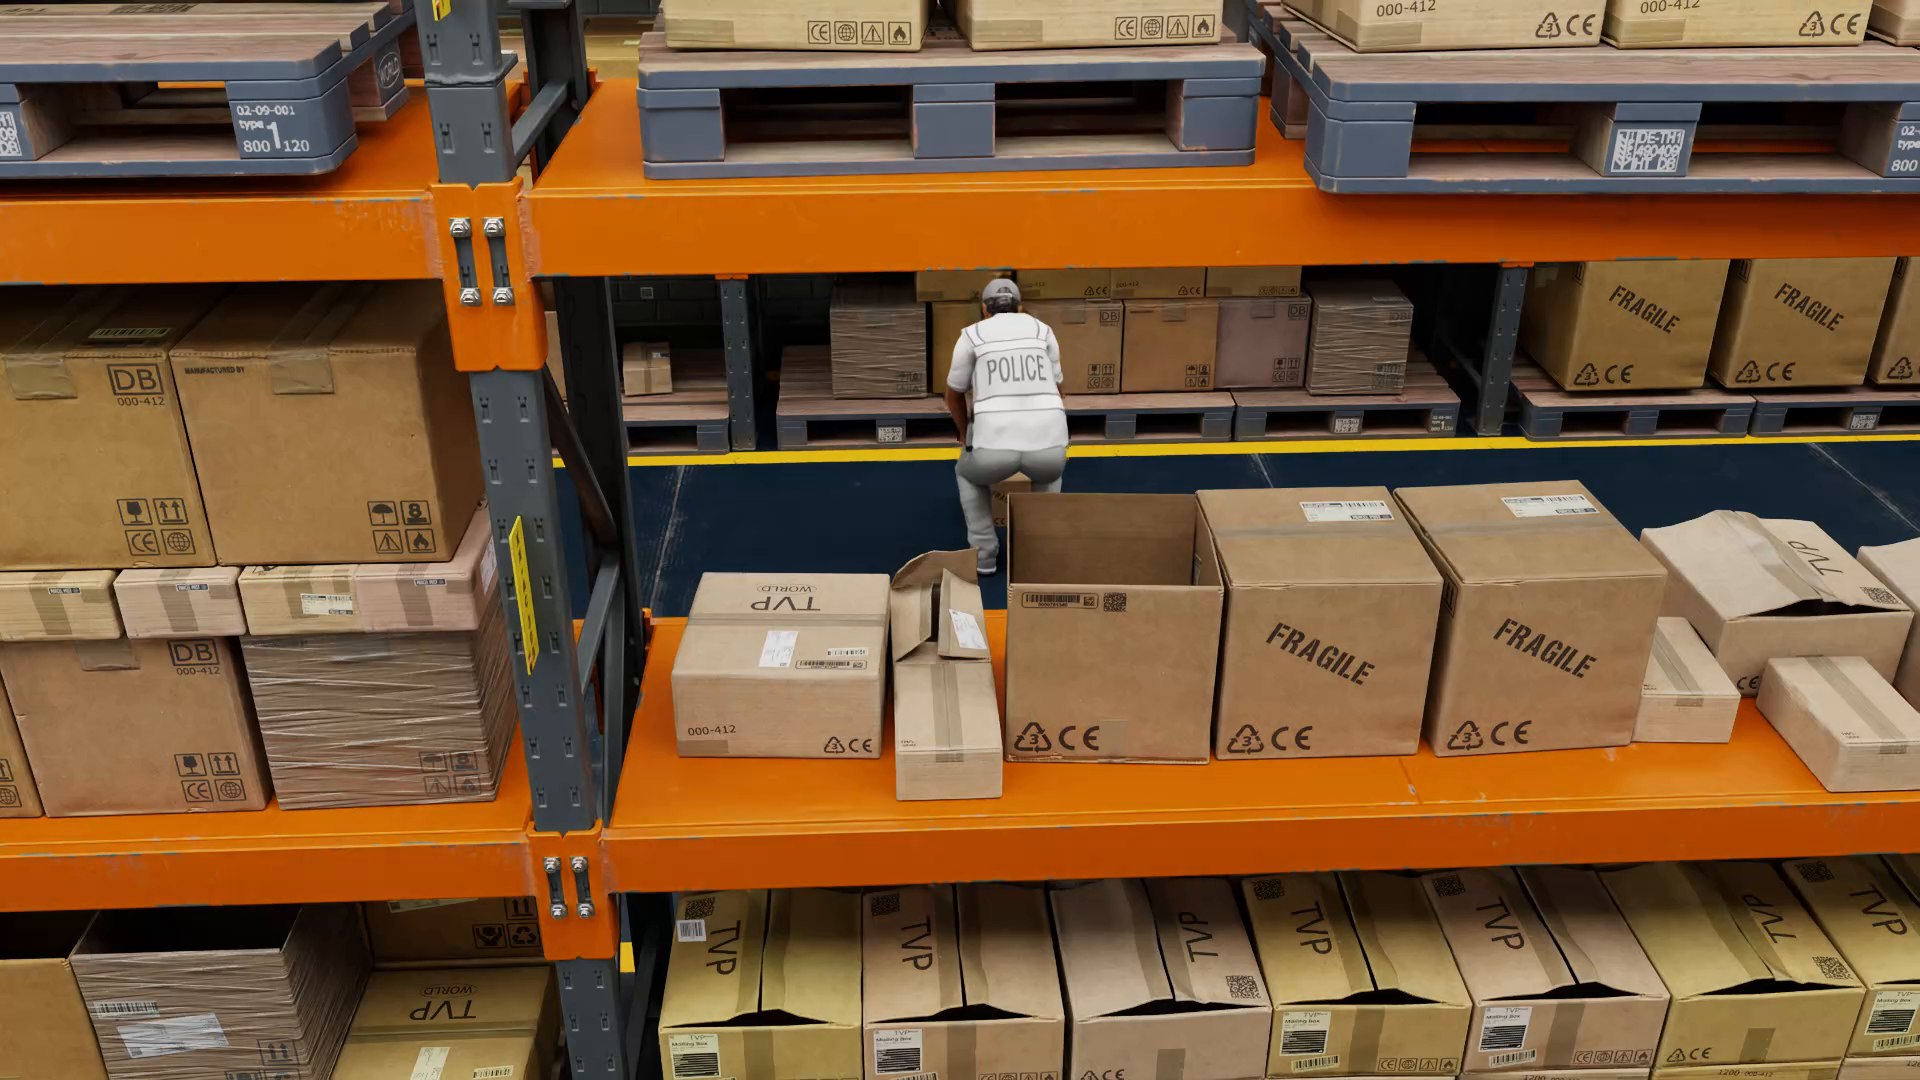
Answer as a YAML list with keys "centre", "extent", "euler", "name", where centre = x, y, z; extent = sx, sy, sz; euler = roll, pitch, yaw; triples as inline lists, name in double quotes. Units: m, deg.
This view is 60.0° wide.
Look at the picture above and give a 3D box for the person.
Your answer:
- centre: [0.208, -0.483, 7.475]
  extent: [0.538, 1.265, 0.786]
  euler: [-1, 28, -3]
  name: "person"
